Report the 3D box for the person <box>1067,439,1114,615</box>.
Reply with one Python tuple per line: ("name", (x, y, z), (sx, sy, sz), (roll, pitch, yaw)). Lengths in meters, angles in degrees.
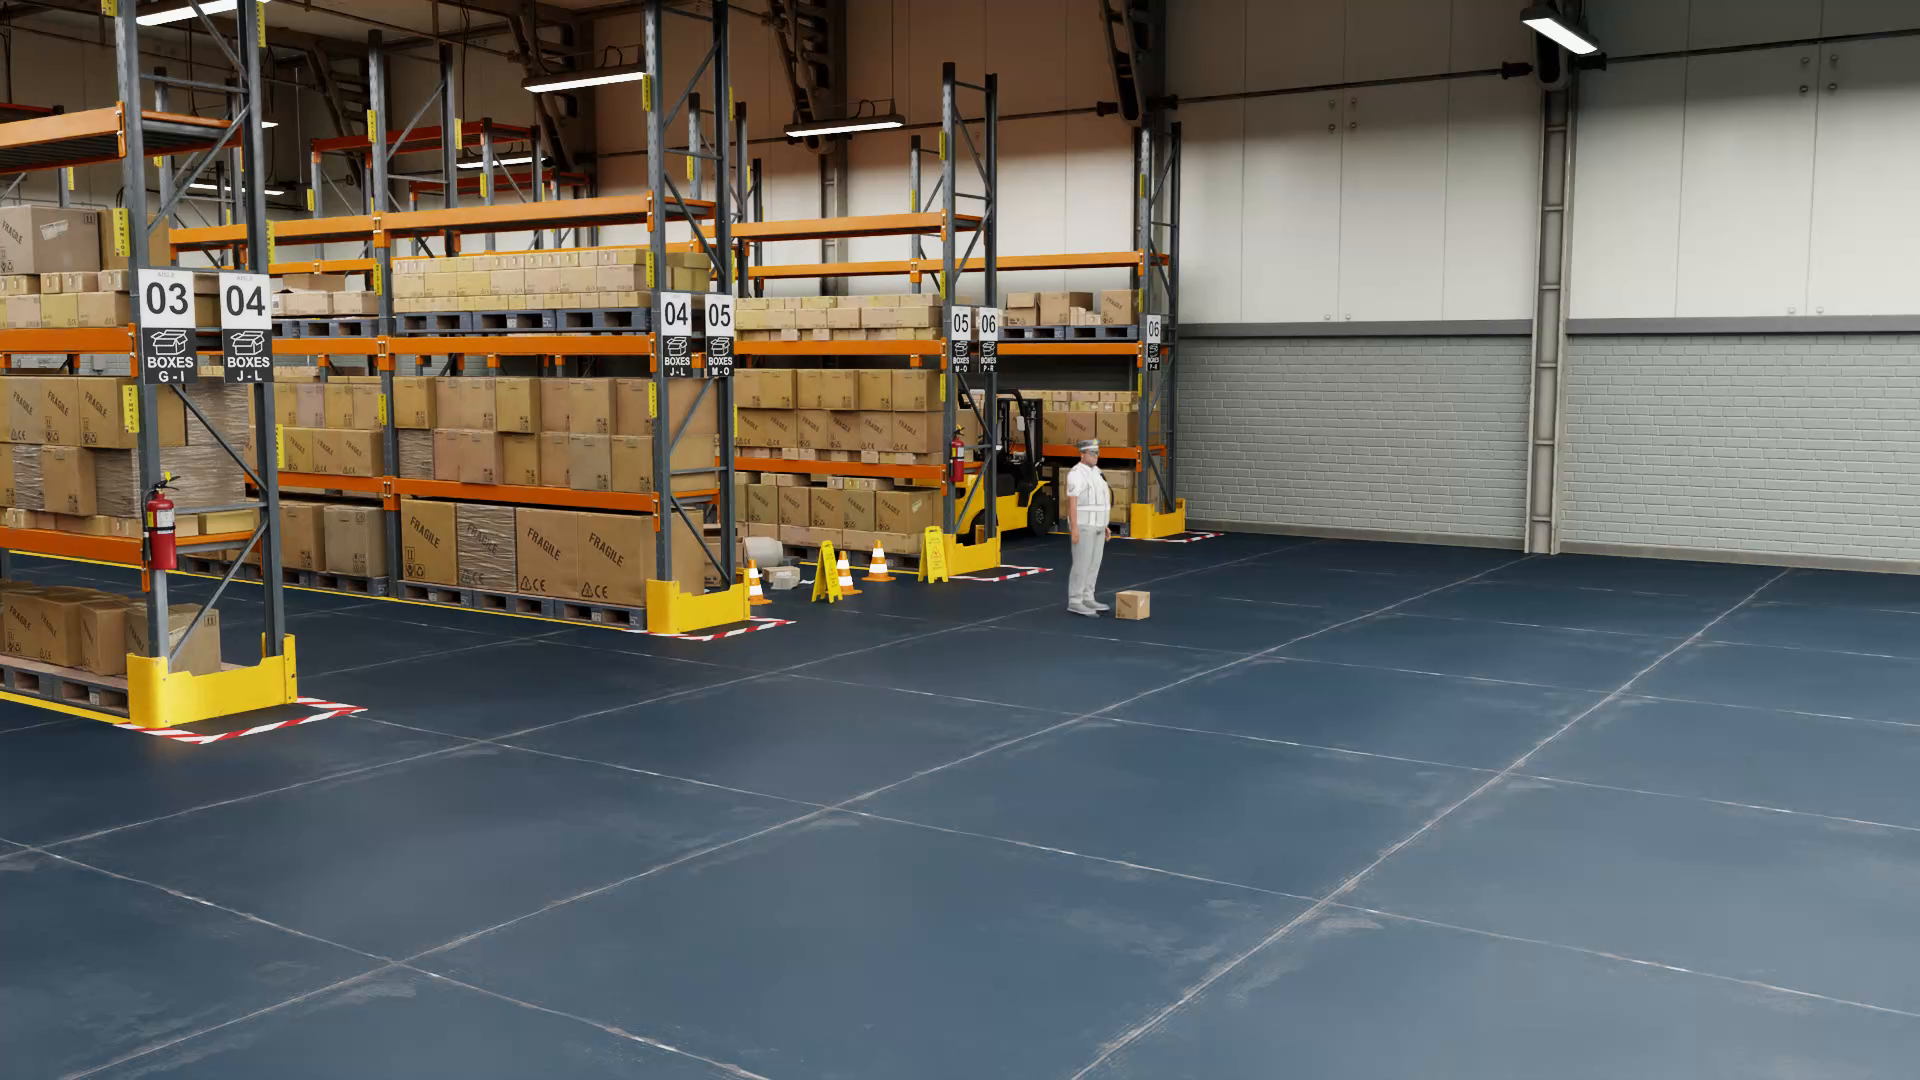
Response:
("person", (1.314, -0.145, 16.873), (0.394, 1.765, 0.539), (4, 8, 34))
